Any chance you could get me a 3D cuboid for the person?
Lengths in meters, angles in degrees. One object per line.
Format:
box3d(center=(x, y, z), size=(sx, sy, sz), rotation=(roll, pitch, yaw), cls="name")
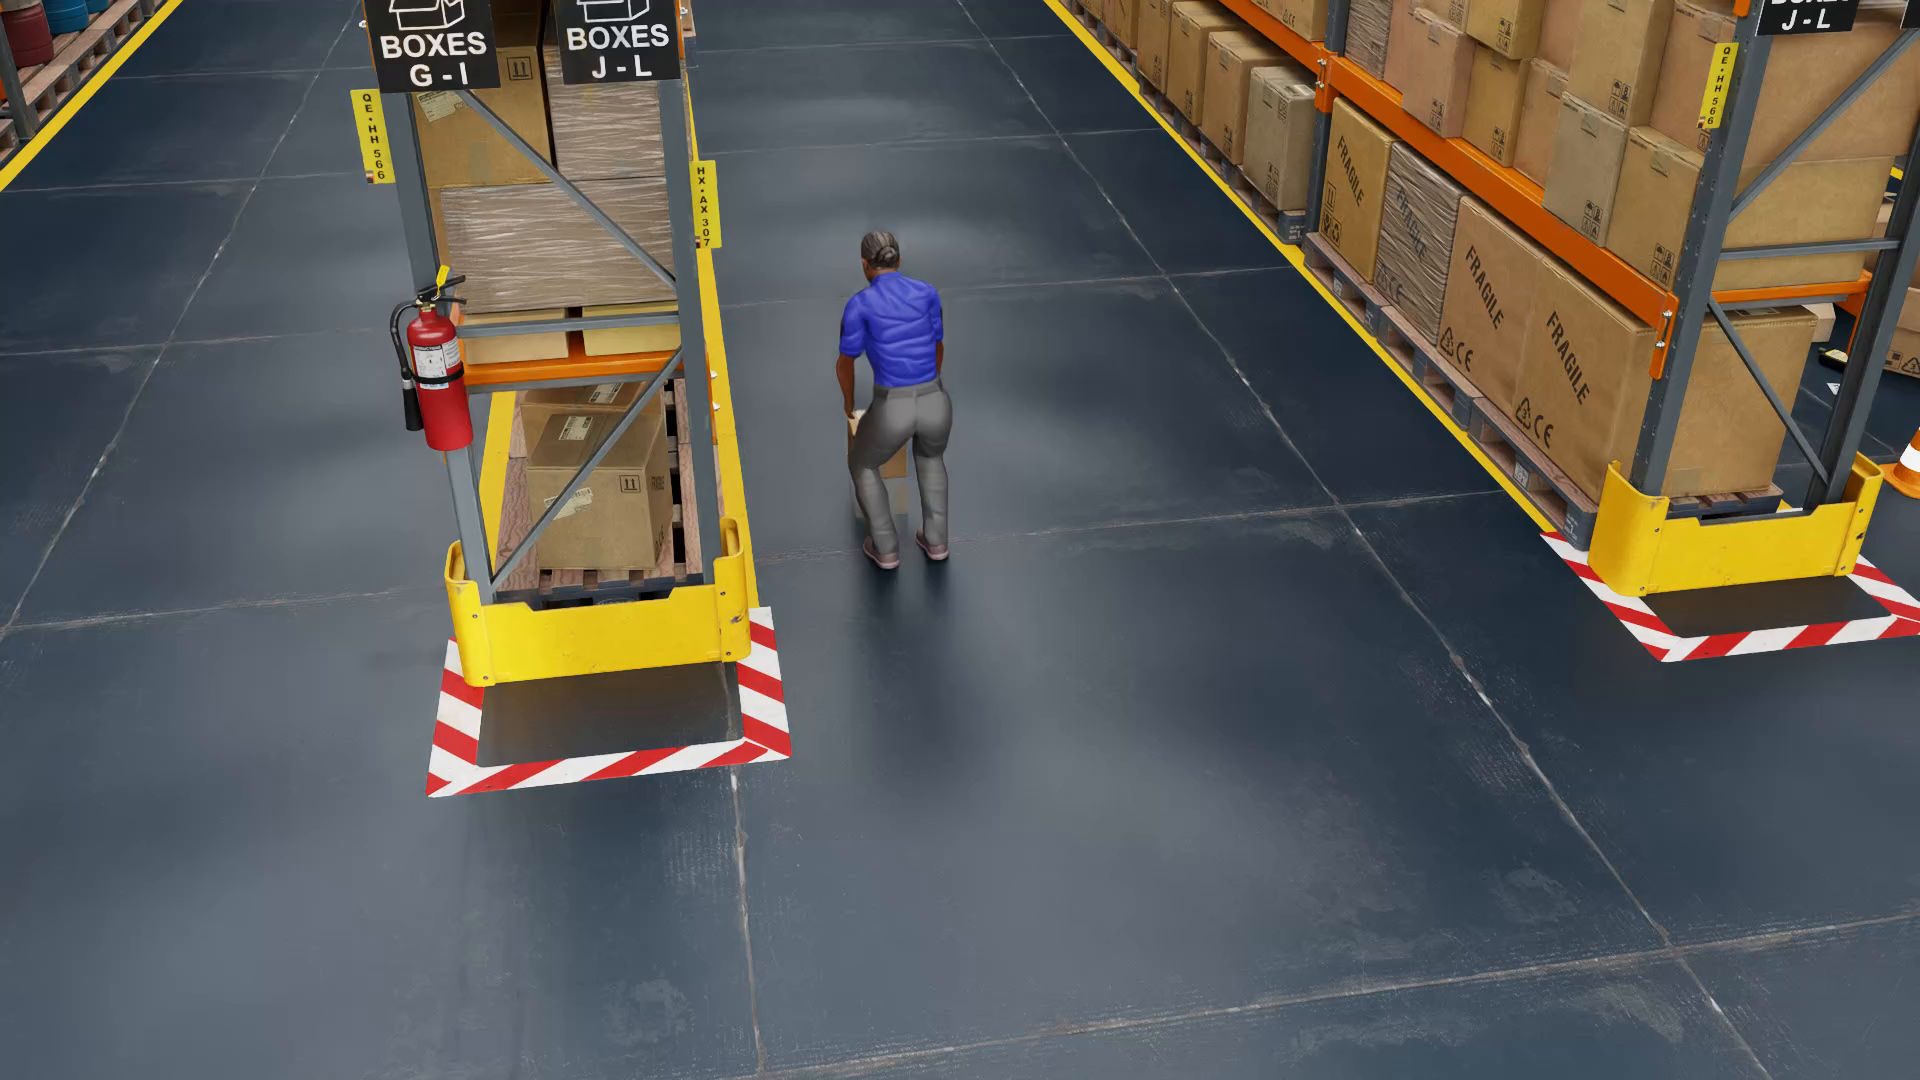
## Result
box3d(center=(-0.287, -0.586, 7.297), size=(0.487, 1.487, 0.535), rotation=(-9, 32, -15), cls="person")
